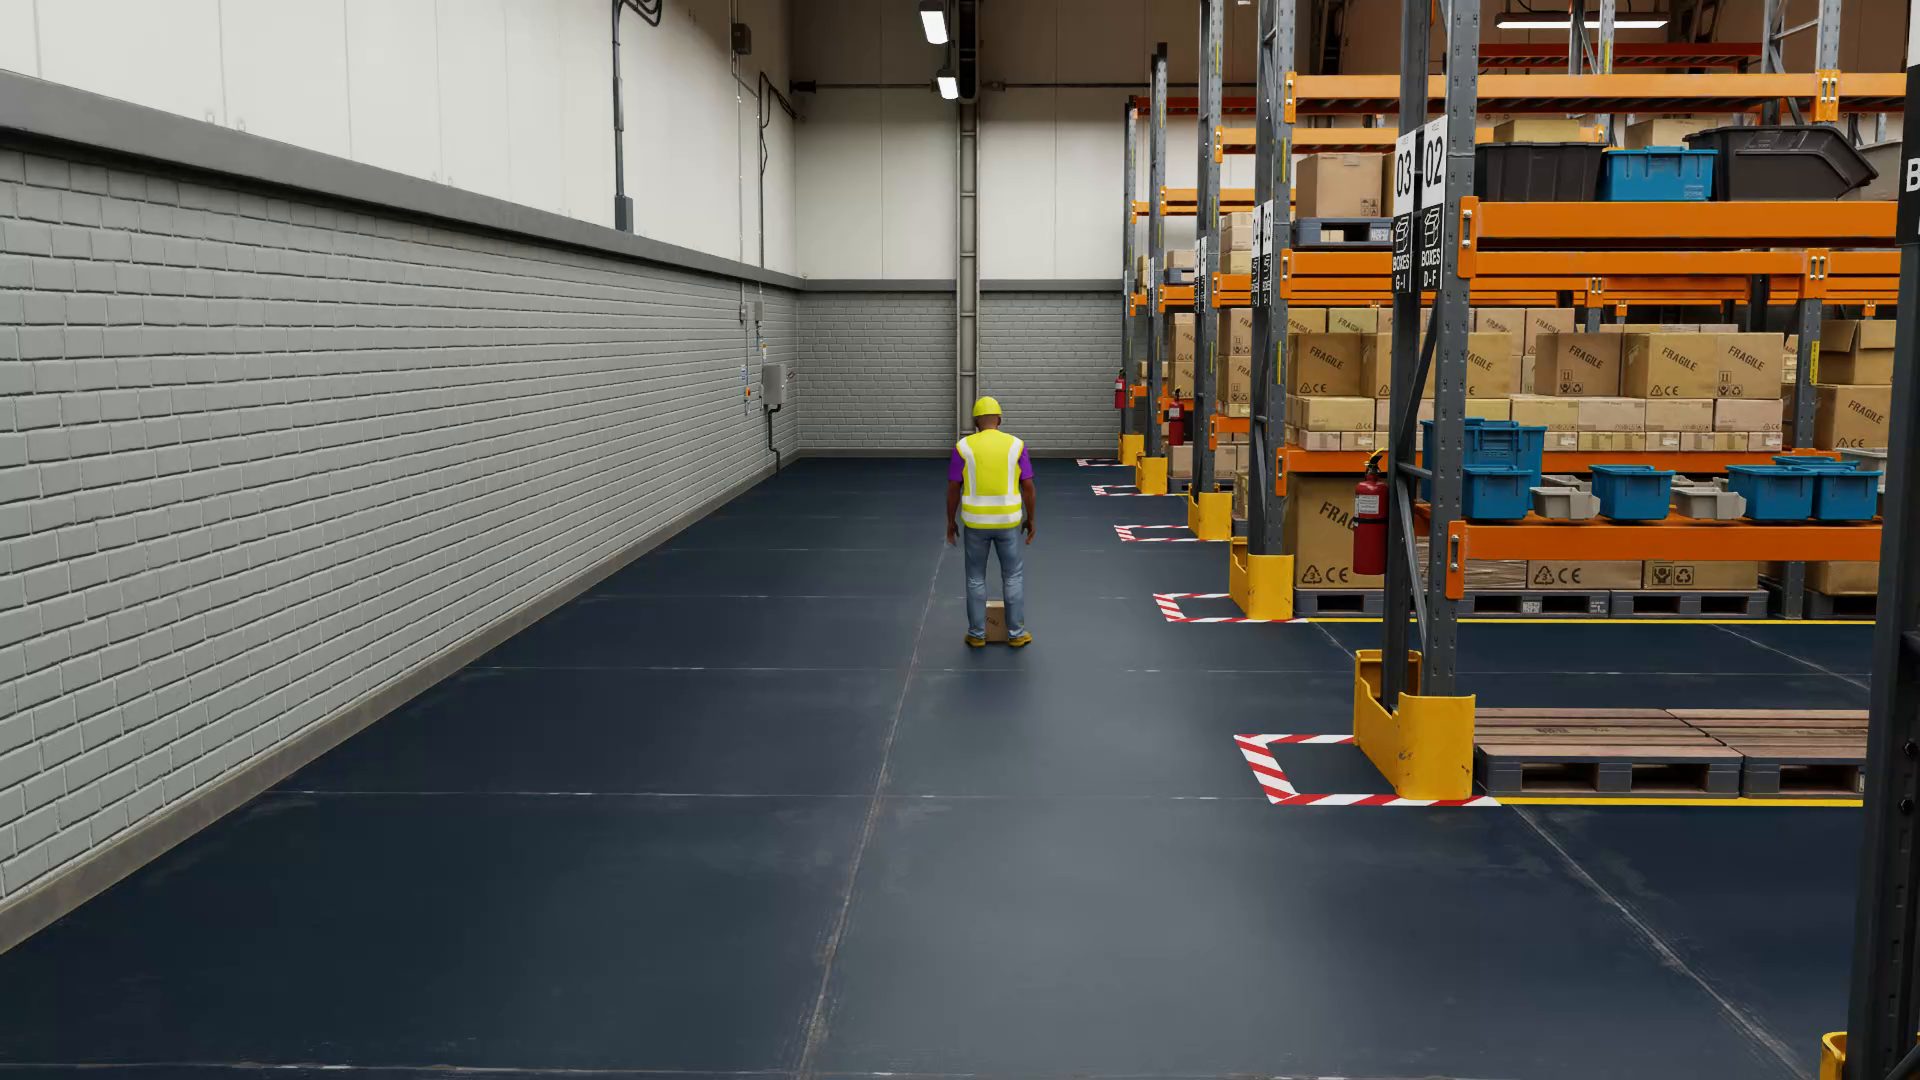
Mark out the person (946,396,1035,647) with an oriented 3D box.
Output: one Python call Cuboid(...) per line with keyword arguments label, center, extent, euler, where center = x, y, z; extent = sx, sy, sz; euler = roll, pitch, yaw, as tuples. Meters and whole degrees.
Cuboid(label="person", center=(0.218, -0.131, 11.738), extent=(0.633, 1.759, 0.462), euler=(0, 7, -2))
